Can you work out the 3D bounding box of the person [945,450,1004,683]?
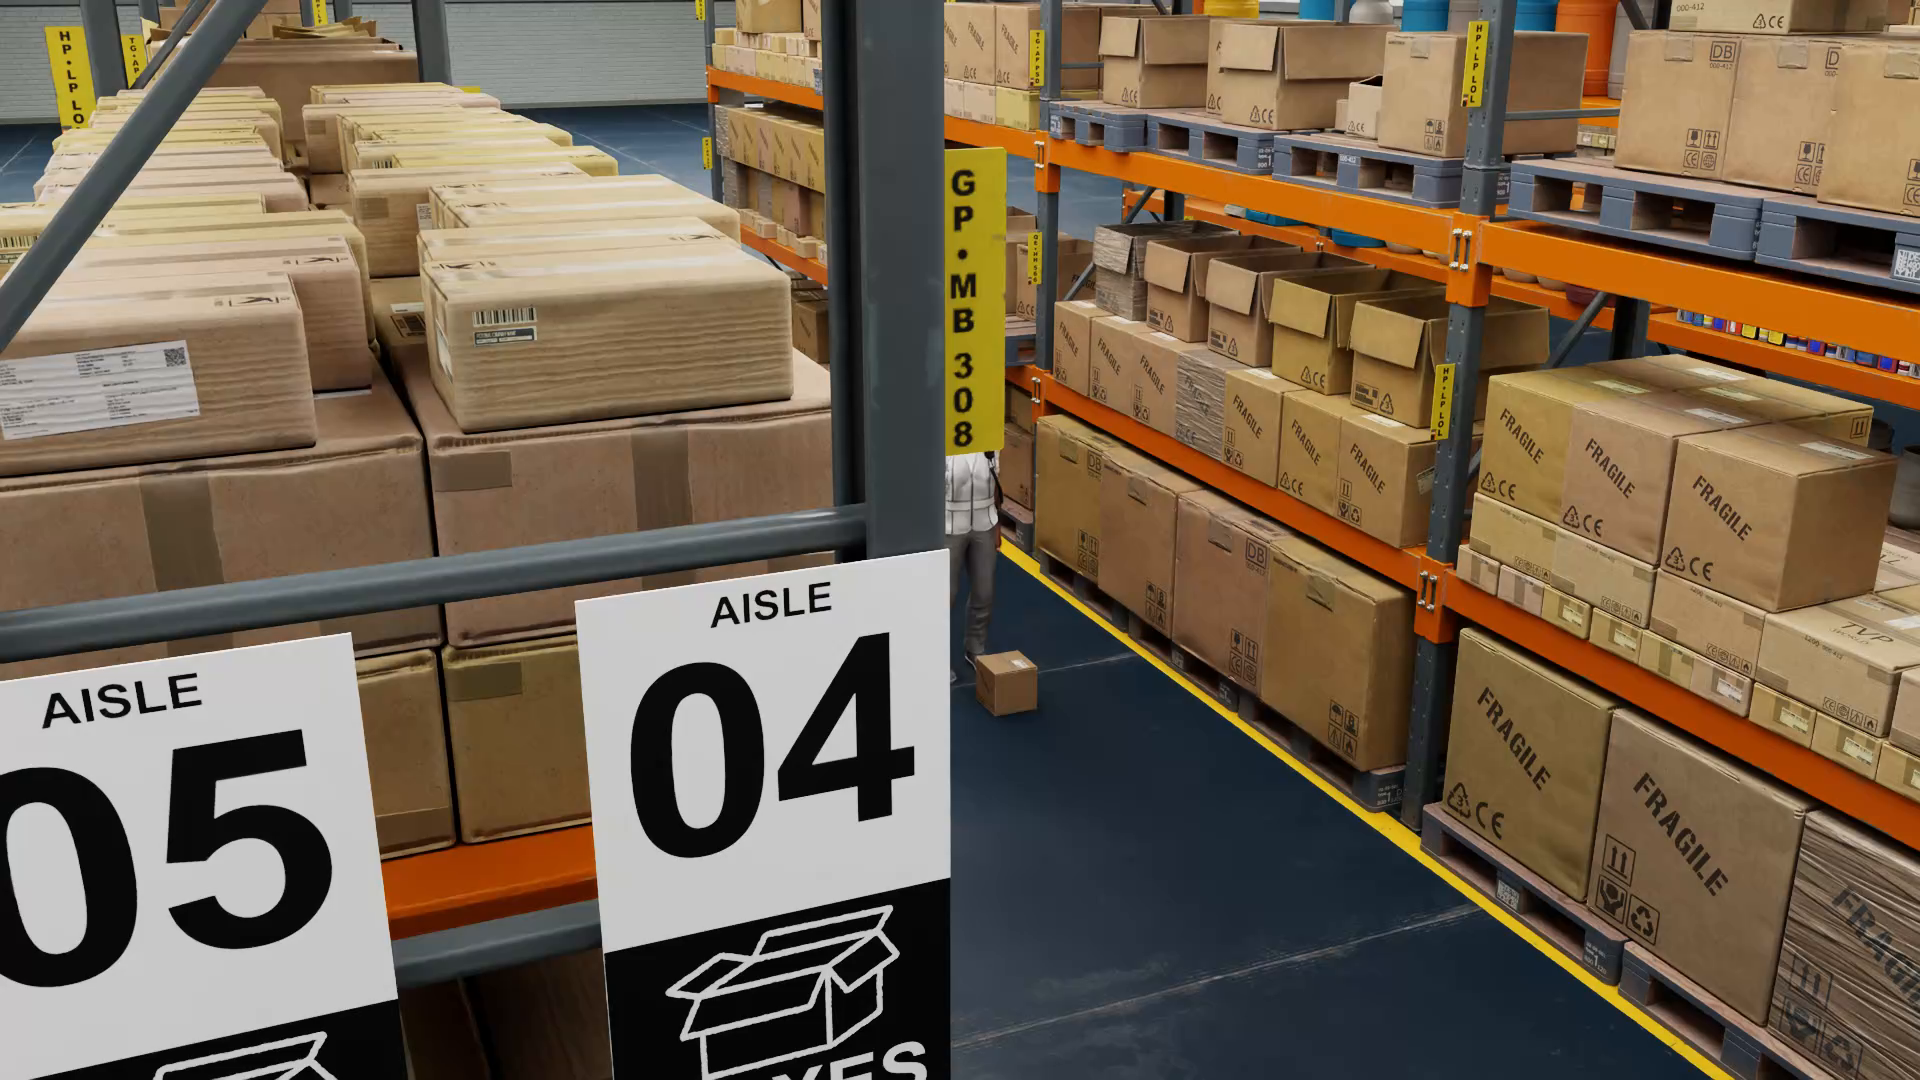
[{"bbox_3d":[0.035,-0.042,9.187,0.437,1.672,0.341,-7,20,-21],"label":"person"}]
